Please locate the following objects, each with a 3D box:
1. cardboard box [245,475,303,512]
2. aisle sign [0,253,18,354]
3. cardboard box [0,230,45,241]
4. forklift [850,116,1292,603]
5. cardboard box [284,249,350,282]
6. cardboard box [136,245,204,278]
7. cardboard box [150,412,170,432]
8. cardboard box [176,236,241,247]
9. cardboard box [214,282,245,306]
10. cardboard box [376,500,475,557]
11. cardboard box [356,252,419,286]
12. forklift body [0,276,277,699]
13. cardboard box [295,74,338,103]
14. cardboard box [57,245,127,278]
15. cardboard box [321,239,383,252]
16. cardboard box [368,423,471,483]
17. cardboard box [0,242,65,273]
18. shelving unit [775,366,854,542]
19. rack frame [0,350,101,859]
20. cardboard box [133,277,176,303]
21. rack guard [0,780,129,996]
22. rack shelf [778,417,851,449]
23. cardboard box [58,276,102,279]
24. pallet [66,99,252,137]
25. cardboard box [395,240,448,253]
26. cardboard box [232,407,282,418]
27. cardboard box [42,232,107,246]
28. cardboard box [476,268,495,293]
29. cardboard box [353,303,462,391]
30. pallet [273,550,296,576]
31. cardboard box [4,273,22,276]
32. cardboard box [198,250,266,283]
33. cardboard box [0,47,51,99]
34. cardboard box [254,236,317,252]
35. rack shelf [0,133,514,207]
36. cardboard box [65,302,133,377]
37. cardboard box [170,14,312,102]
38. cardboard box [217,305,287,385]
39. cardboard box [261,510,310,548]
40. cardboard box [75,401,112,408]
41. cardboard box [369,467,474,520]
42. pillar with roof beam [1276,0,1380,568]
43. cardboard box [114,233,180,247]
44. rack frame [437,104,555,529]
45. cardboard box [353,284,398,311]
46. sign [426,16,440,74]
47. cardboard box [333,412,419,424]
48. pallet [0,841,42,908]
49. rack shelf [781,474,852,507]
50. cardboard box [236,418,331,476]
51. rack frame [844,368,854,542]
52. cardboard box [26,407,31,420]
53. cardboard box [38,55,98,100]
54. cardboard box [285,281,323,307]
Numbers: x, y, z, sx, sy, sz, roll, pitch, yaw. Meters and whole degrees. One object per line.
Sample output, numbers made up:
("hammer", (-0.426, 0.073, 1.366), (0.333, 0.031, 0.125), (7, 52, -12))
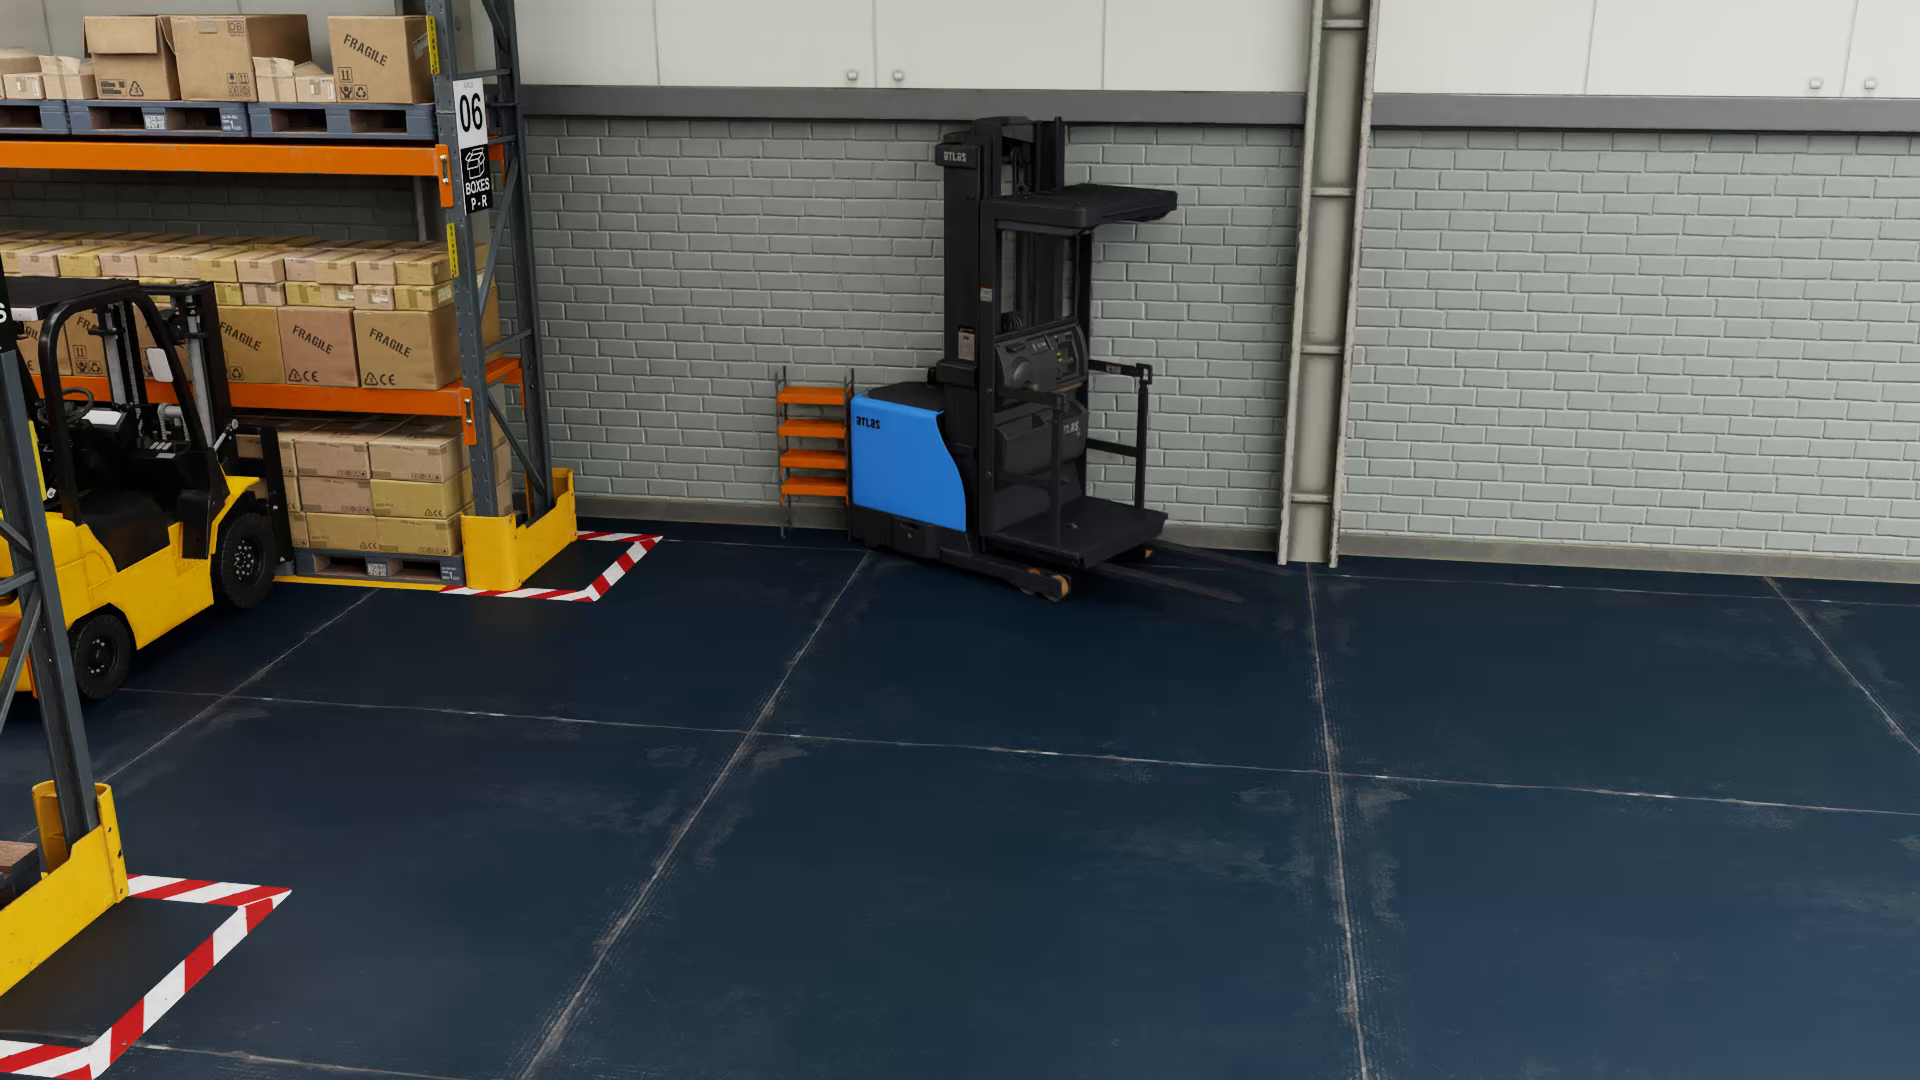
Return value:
("cardboard box", (-4.538, -0.386, 11.113), (0.500, 0.250, 0.500), (2, 19, 7))
("aisle sign", (-3.674, -1.051, 6.119), (0.004, 0.787, 0.394), (3, 19, 9))
("cardboard box", (-6.587, -2.055, 11.569), (0.250, 0.149, 0.380), (3, 19, 9))
("forklift", (0.701, -1.189, 10.737), (3.031, 2.935, 1.130), (14, 23, 36))
("cardboard box", (-4.133, -1.770, 10.718), (0.250, 0.149, 0.380), (3, 19, 9))
("cardboard box", (-5.149, -1.820, 10.868), (0.250, 0.149, 0.380), (3, 19, 9))
("cardboard box", (-5.526, -0.677, 11.194), (0.500, 0.250, 0.500), (4, 19, 11))
("cardboard box", (-5.083, -1.958, 11.279), (0.250, 0.149, 0.380), (3, 19, 10))
("cardboard box", (-4.658, -1.621, 10.740), (0.250, 0.149, 0.380), (3, 19, 9))
("cardboard box", (-3.515, -0.099, 11.043), (0.500, 0.250, 0.500), (3, 19, 9))
("cardboard box", (-3.637, -1.730, 10.597), (0.250, 0.149, 0.380), (3, 19, 9))
("forklift body", (-5.163, -0.400, 9.610), (1.214, 2.155, 2.313), (3, 19, 9))
("cardboard box", (-3.867, -2.776, 10.220), (0.250, 0.149, 0.380), (2, 19, 7))
("cardboard box", (-5.659, -1.823, 10.875), (0.250, 0.149, 0.380), (3, 19, 8))
("cardboard box", (-4.057, -1.909, 11.132), (0.250, 0.149, 0.380), (3, 19, 9))
("cardboard box", (-3.505, -0.574, 10.887), (0.500, 0.250, 0.500), (4, 19, 10))
("cardboard box", (-6.157, -1.873, 11.024), (0.250, 0.149, 0.380), (3, 19, 8))
("shelving unit", (-1.007, -0.605, 11.718), (0.503, 1.200, 0.258), (3, 19, 9))
("rack frame", (-3.785, 0.276, 6.250), (0.127, 3.000, 1.000), (3, 19, 9))
("cardboard box", (-5.154, -1.653, 10.836), (0.250, 0.149, 0.380), (3, 19, 8))
("rack guard", (-3.860, 1.458, 6.658), (0.348, 0.500, 1.175), (3, 19, 9))
("rack shelf", (-1.008, -0.753, 11.668), (0.480, 0.148, 0.258), (3, 19, 9))
("cardboard box", (-5.669, -1.671, 10.889), (0.250, 0.149, 0.380), (3, 19, 8))
("pallet", (-4.903, -2.764, 10.748), (1.213, 0.211, 1.003), (3, 19, 9))
("cardboard box", (-3.551, -1.892, 11.082), (0.250, 0.149, 0.380), (4, 19, 11))
("cardboard box", (-4.936, -0.812, 11.600), (0.500, 0.250, 0.500), (3, 19, 8))
("cardboard box", (-6.083, -2.020, 11.465), (0.250, 0.149, 0.380), (3, 19, 8))
("cardboard box", (-3.295, -1.732, 11.074), (0.250, 0.149, 0.380), (2, 19, 7))
("cardboard box", (-3.529, -1.269, 10.711), (0.500, 0.500, 0.500), (3, 19, 7))
("pallet", (-4.964, -0.044, 11.602), (1.213, 0.211, 1.003), (3, 19, 9))
("cardboard box", (-6.160, -1.720, 11.037), (0.250, 0.149, 0.380), (3, 19, 9))
("cardboard box", (-4.664, -1.760, 10.687), (0.250, 0.149, 0.380), (3, 19, 10))
("cardboard box", (-6.168, -2.989, 10.603), (0.500, 0.311, 0.500), (3, 19, 10))
("cardboard box", (-4.564, -1.958, 11.280), (0.250, 0.149, 0.380), (2, 19, 7))
("rack shelf", (-4.976, -2.461, 10.838), (4.000, 0.370, 1.077), (3, 19, 9))
("cardboard box", (-5.537, -1.378, 11.035), (0.500, 0.500, 0.500), (3, 19, 8))
("cardboard box", (-4.472, -3.024, 10.410), (0.500, 0.500, 0.700), (3, 19, 9))
("cardboard box", (-4.545, -1.324, 10.874), (0.500, 0.500, 0.500), (3, 19, 8))
("cardboard box", (-4.497, -0.155, 11.210), (0.500, 0.250, 0.500), (3, 19, 9))
("cardboard box", (-5.931, -0.865, 11.756), (0.500, 0.250, 0.500), (3, 19, 8))
("cardboard box", (-3.531, -0.338, 10.969), (0.500, 0.250, 0.500), (3, 19, 8))
("pillar with roof beam", (1.696, -2.791, 5.962), (0.400, 9.000, 9.100), (3, 19, 9))
("cardboard box", (-5.573, -2.008, 11.428), (0.250, 0.149, 0.380), (3, 19, 8))
("rack frame", (-3.001, -1.279, 10.899), (0.127, 3.000, 1.000), (3, 19, 9))
("cardboard box", (-3.645, -1.567, 10.580), (0.250, 0.149, 0.380), (3, 19, 10))
("sign", (-3.101, -2.915, 9.789), (0.005, 0.325, 0.100), (3, 19, 9))
("cardboard box", (-3.940, -0.756, 11.431), (0.500, 0.250, 0.500), (3, 19, 9))
("pallet", (-4.656, 1.543, 6.860), (1.213, 0.211, 1.003), (3, 19, 9))
("rack shelf", (-1.006, -0.353, 11.802), (0.480, 0.148, 0.258), (3, 19, 9))
("cardboard box", (-4.510, -0.620, 11.025), (0.500, 0.250, 0.500), (3, 19, 9))
("rack frame", (-0.766, -0.594, 11.681), (0.015, 1.200, 0.240), (3, 19, 9))
("cardboard box", (-6.523, -0.727, 11.345), (0.500, 0.250, 0.500), (3, 19, 8))
("cardboard box", (-5.533, -2.916, 10.455), (0.258, 0.266, 0.396), (2, 19, 7))
("cardboard box", (-4.134, -1.616, 10.724), (0.250, 0.149, 0.380), (3, 19, 8))
